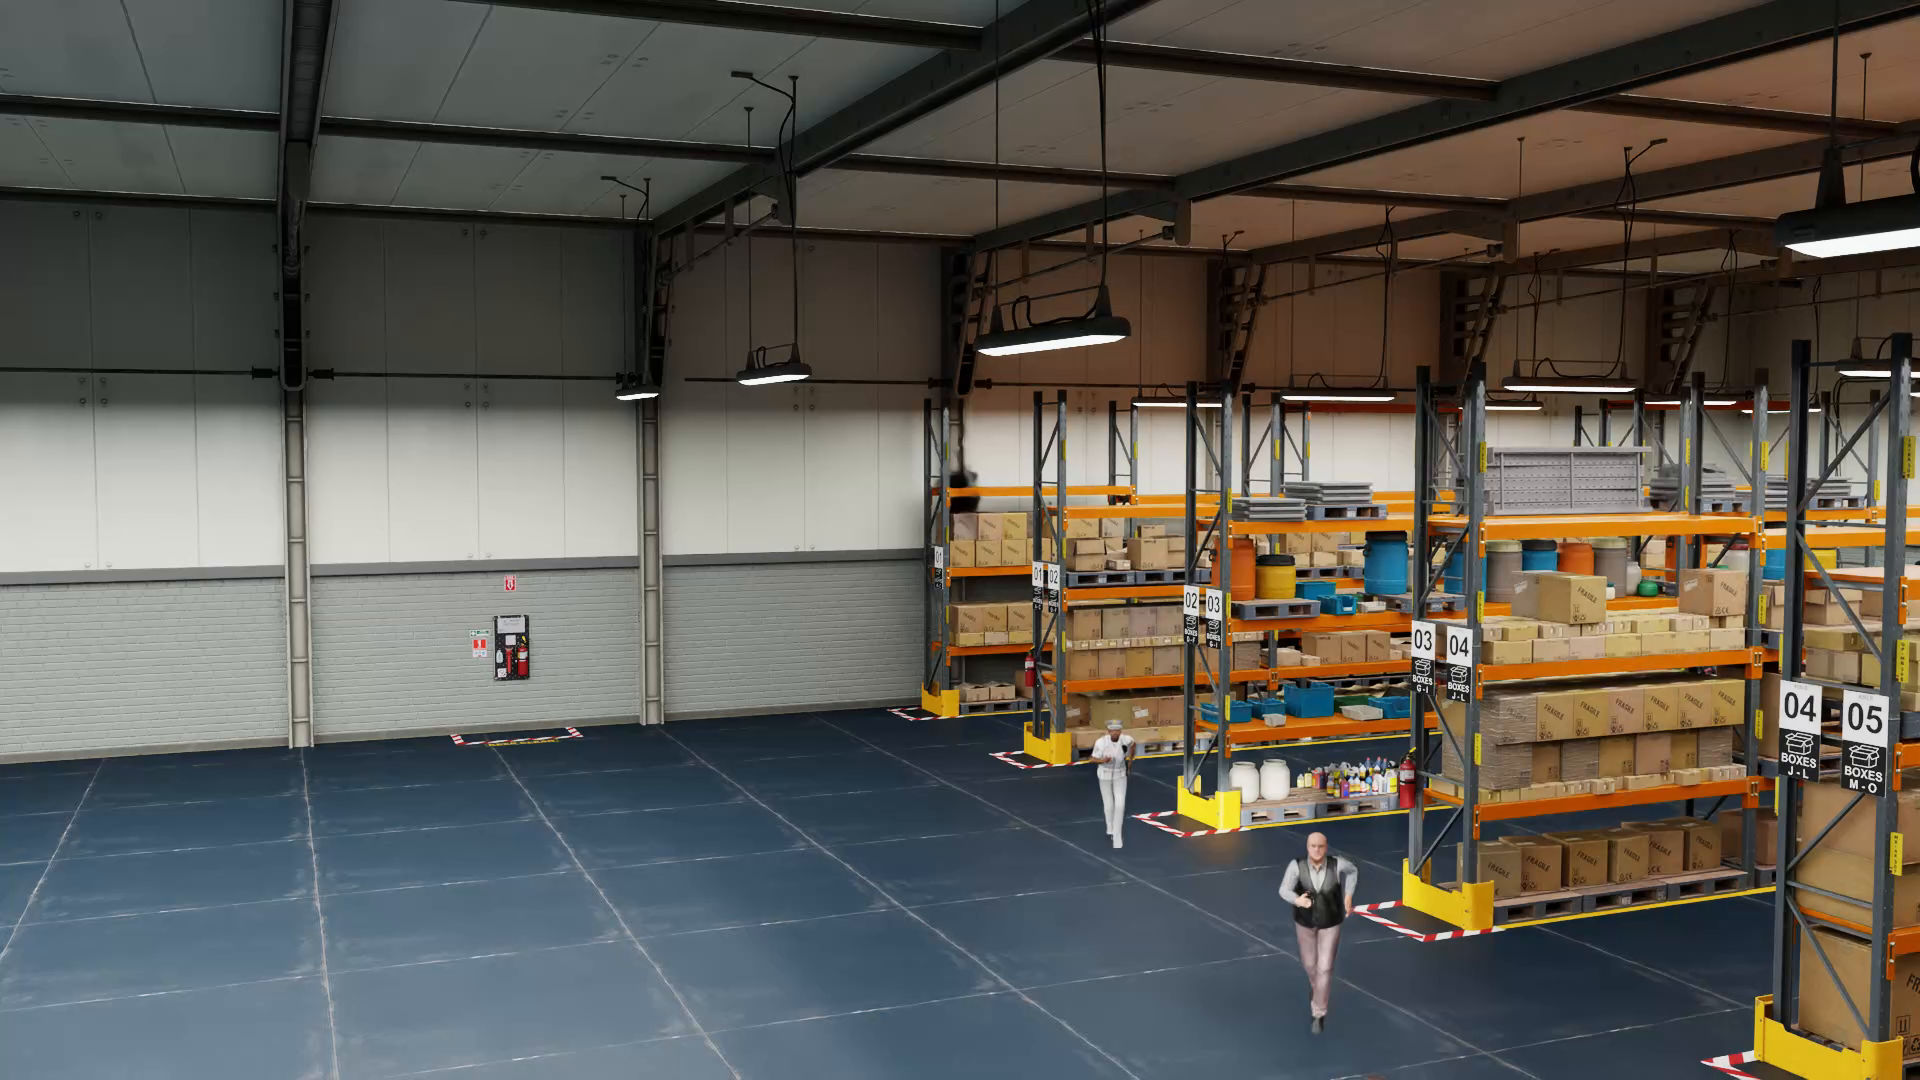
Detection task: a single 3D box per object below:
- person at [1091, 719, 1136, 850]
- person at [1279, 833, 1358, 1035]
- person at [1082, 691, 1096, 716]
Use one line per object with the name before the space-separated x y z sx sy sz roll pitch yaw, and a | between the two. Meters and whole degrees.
person | 1.970 3.087 21.382 0.571 1.683 0.915 0 3 6
person | 3.199 3.457 14.847 0.674 1.776 0.924 1 3 16
person | 2.143 2.280 29.530 0.792 1.724 0.610 -1 4 -23
